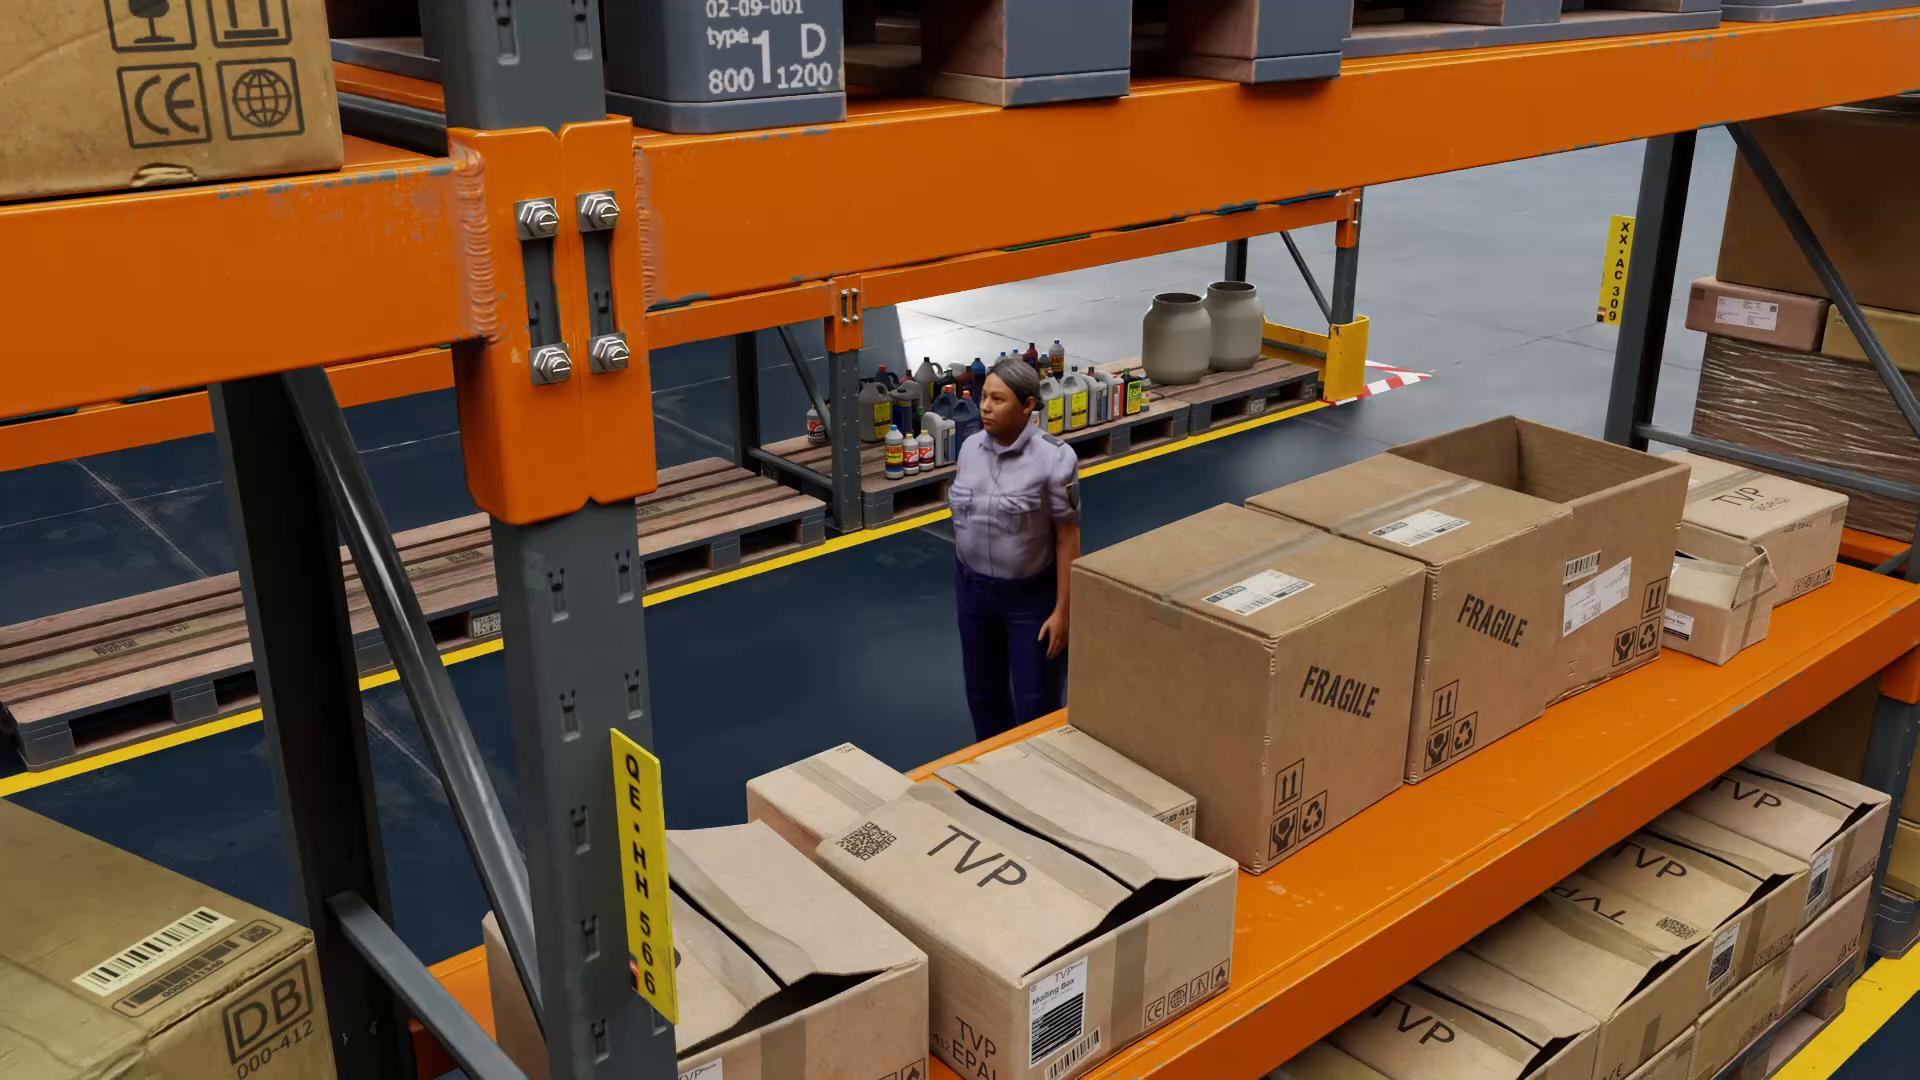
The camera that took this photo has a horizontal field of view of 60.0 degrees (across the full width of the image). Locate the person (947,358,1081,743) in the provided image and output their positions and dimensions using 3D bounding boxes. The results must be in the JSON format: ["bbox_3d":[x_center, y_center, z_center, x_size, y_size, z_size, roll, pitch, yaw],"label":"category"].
[{"bbox_3d":[0.199,0.191,5.566,0.501,1.649,0.454,14,25,33],"label":"person"}]
